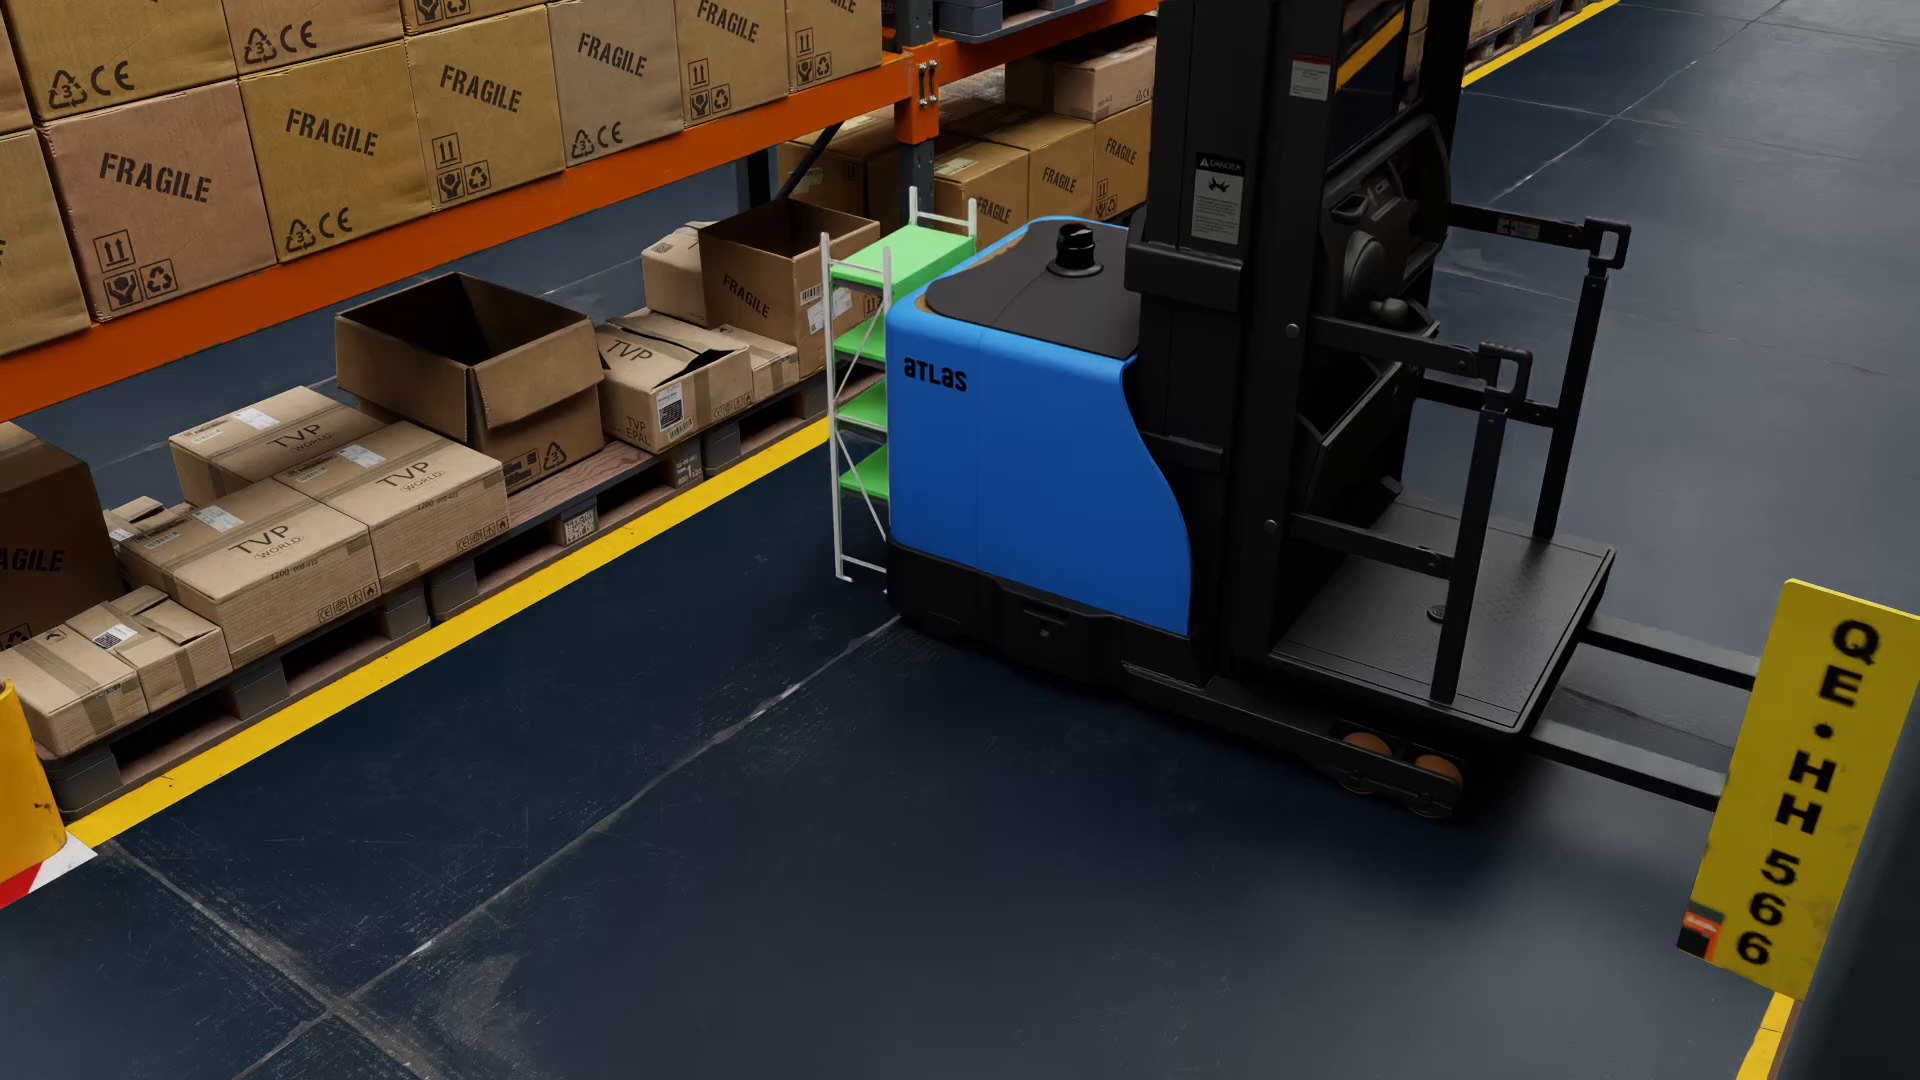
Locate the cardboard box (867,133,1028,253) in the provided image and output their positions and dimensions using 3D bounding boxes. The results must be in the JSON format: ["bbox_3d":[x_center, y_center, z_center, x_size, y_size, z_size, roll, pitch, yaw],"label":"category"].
[{"bbox_3d":[-0.051,-1.432,7.244,0.500,0.500,0.500,19,36,29],"label":"cardboard box"}]

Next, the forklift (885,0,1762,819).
[{"bbox_3d":[1.292,-0.821,4.261,3.031,2.935,1.130,17,35,27],"label":"forklift"}]

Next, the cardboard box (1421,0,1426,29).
[{"bbox_3d":[2.738,-3.400,10.279,0.500,0.311,0.500,20,36,30],"label":"cardboard box"}]

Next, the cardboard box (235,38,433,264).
[{"bbox_3d":[-1.861,-1.127,4.612,0.500,0.500,0.500,21,37,31],"label":"cardboard box"}]

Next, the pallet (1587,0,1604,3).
[{"bbox_3d":[4.806,-4.559,13.235,1.003,0.211,1.213,21,37,31],"label":"pallet"}]

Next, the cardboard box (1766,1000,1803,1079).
[{"bbox_3d":[1.300,0.613,1.479,0.980,0.700,0.700,23,38,33],"label":"cardboard box"}]

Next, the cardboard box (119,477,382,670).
[{"bbox_3d":[-2.095,0.086,4.928,0.500,0.250,0.500,21,37,31],"label":"cardboard box"}]

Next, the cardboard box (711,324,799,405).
[{"bbox_3d":[-0.833,-0.669,6.302,0.380,0.149,0.250,21,37,31],"label":"cardboard box"}]

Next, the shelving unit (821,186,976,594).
[{"bbox_3d":[-0.181,-0.470,5.366,0.258,1.200,0.503,17,35,26],"label":"shelving unit"}]

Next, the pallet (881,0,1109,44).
[{"bbox_3d":[0.033,-2.405,7.054,1.003,0.211,1.213,21,37,31],"label":"pallet"}]

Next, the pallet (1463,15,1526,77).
[{"bbox_3d":[3.143,-3.439,11.346,1.003,0.211,1.213,21,37,31],"label":"pallet"}]

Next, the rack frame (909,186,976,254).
[{"bbox_3d":[-0.055,-0.577,5.546,0.240,1.200,0.015,17,35,26],"label":"rack frame"}]

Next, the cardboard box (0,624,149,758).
[{"bbox_3d":[-2.425,0.402,4.494,0.380,0.149,0.250,21,37,31],"label":"cardboard box"}]

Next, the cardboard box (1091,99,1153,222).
[{"bbox_3d":[0.570,-1.853,7.955,0.500,0.500,0.500,22,37,32],"label":"cardboard box"}]

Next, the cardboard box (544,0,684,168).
[{"bbox_3d":[-1.252,-1.538,5.304,0.500,0.500,0.500,22,37,32],"label":"cardboard box"}]

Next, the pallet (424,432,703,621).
[{"bbox_3d":[-1.688,-0.220,5.914,1.003,0.211,1.213,21,37,31],"label":"pallet"}]

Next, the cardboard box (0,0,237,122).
[{"bbox_3d":[-2.164,-1.358,4.020,0.500,0.500,0.500,22,37,32],"label":"cardboard box"}]

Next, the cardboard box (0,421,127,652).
[{"bbox_3d":[-2.820,0.019,4.796,0.500,0.500,0.500,21,37,31],"label":"cardboard box"}]

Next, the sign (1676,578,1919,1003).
[{"bbox_3d":[0.576,0.180,1.136,0.100,0.325,0.005,21,37,31],"label":"sign"}]

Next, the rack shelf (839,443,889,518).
[{"bbox_3d":[-0.181,-0.209,5.521,0.258,0.148,0.480,17,35,26],"label":"rack shelf"}]

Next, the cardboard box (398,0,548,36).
[{"bbox_3d":[-1.552,-1.766,4.709,0.500,0.500,0.500,21,36,31],"label":"cardboard box"}]

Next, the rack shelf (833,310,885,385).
[{"bbox_3d":[-0.181,-0.622,5.277,0.258,0.148,0.480,17,35,26],"label":"rack shelf"}]

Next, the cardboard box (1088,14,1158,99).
[{"bbox_3d":[0.855,-2.365,8.083,0.500,0.250,0.500,20,36,30],"label":"cardboard box"}]

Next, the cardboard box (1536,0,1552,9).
[{"bbox_3d":[3.966,-3.983,11.814,0.500,0.250,0.500,20,36,31],"label":"cardboard box"}]

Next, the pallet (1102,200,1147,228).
[{"bbox_3d":[0.660,-1.837,8.643,1.003,0.211,1.213,21,37,31],"label":"pallet"}]

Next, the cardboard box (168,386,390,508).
[{"bbox_3d":[-2.222,-0.250,5.496,0.500,0.250,0.500,21,37,31],"label":"cardboard box"}]

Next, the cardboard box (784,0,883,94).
[{"bbox_3d":[-0.634,-1.957,6.012,0.500,0.500,0.500,22,37,32],"label":"cardboard box"}]

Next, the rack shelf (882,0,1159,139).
[{"bbox_3d":[0.670,-2.700,8.069,1.077,0.370,4.000,21,37,31],"label":"rack shelf"}]

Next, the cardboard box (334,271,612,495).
[{"bbox_3d":[-1.667,-0.546,5.747,0.797,0.503,0.637,21,37,31],"label":"cardboard box"}]

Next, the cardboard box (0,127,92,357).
[{"bbox_3d":[-2.473,-0.713,3.912,0.500,0.500,0.500,22,37,32],"label":"cardboard box"}]

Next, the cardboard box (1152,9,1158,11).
[{"bbox_3d":[1.375,-2.839,9.618,0.500,0.500,0.500,23,38,33],"label":"cardboard box"}]

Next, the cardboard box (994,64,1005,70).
[{"bbox_3d":[0.446,-2.208,8.554,0.500,0.500,0.500,20,36,30],"label":"cardboard box"}]

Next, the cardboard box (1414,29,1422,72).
[{"bbox_3d":[2.731,-3.147,10.403,0.500,0.250,0.500,20,36,30],"label":"cardboard box"}]

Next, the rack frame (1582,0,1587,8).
[{"bbox_3d":[4.292,-5.448,12.001,1.000,3.000,0.127,21,37,31],"label":"rack frame"}]

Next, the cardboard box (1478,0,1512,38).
[{"bbox_3d":[3.350,-3.568,11.114,0.500,0.250,0.500,22,37,32],"label":"cardboard box"}]

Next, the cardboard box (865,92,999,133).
[{"bbox_3d":[-0.162,-1.797,7.861,0.500,0.500,0.500,21,37,31],"label":"cardboard box"}]
